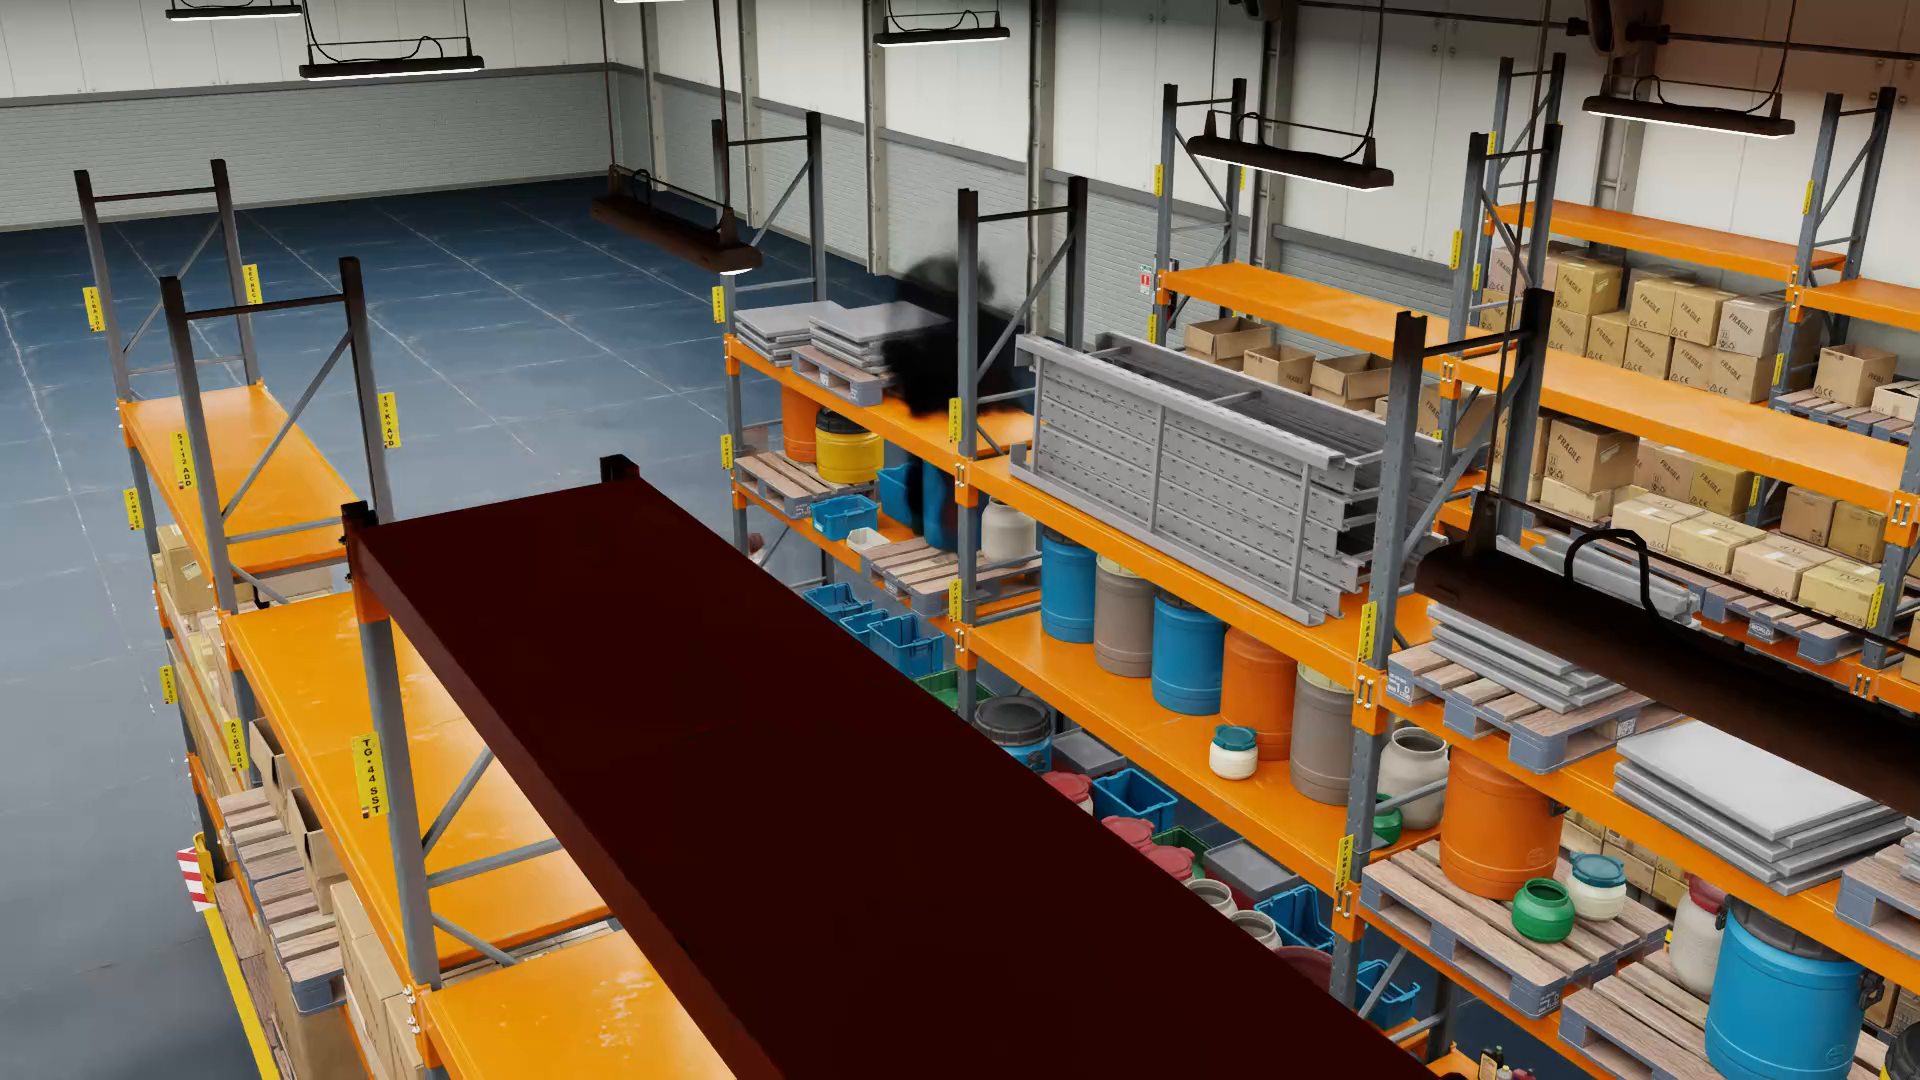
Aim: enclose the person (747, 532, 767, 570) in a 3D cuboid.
[{"bbox_3d":[-2.121,0.642,17.674,0.791,1.558,0.607,-1,22,-2],"label":"person"}]
